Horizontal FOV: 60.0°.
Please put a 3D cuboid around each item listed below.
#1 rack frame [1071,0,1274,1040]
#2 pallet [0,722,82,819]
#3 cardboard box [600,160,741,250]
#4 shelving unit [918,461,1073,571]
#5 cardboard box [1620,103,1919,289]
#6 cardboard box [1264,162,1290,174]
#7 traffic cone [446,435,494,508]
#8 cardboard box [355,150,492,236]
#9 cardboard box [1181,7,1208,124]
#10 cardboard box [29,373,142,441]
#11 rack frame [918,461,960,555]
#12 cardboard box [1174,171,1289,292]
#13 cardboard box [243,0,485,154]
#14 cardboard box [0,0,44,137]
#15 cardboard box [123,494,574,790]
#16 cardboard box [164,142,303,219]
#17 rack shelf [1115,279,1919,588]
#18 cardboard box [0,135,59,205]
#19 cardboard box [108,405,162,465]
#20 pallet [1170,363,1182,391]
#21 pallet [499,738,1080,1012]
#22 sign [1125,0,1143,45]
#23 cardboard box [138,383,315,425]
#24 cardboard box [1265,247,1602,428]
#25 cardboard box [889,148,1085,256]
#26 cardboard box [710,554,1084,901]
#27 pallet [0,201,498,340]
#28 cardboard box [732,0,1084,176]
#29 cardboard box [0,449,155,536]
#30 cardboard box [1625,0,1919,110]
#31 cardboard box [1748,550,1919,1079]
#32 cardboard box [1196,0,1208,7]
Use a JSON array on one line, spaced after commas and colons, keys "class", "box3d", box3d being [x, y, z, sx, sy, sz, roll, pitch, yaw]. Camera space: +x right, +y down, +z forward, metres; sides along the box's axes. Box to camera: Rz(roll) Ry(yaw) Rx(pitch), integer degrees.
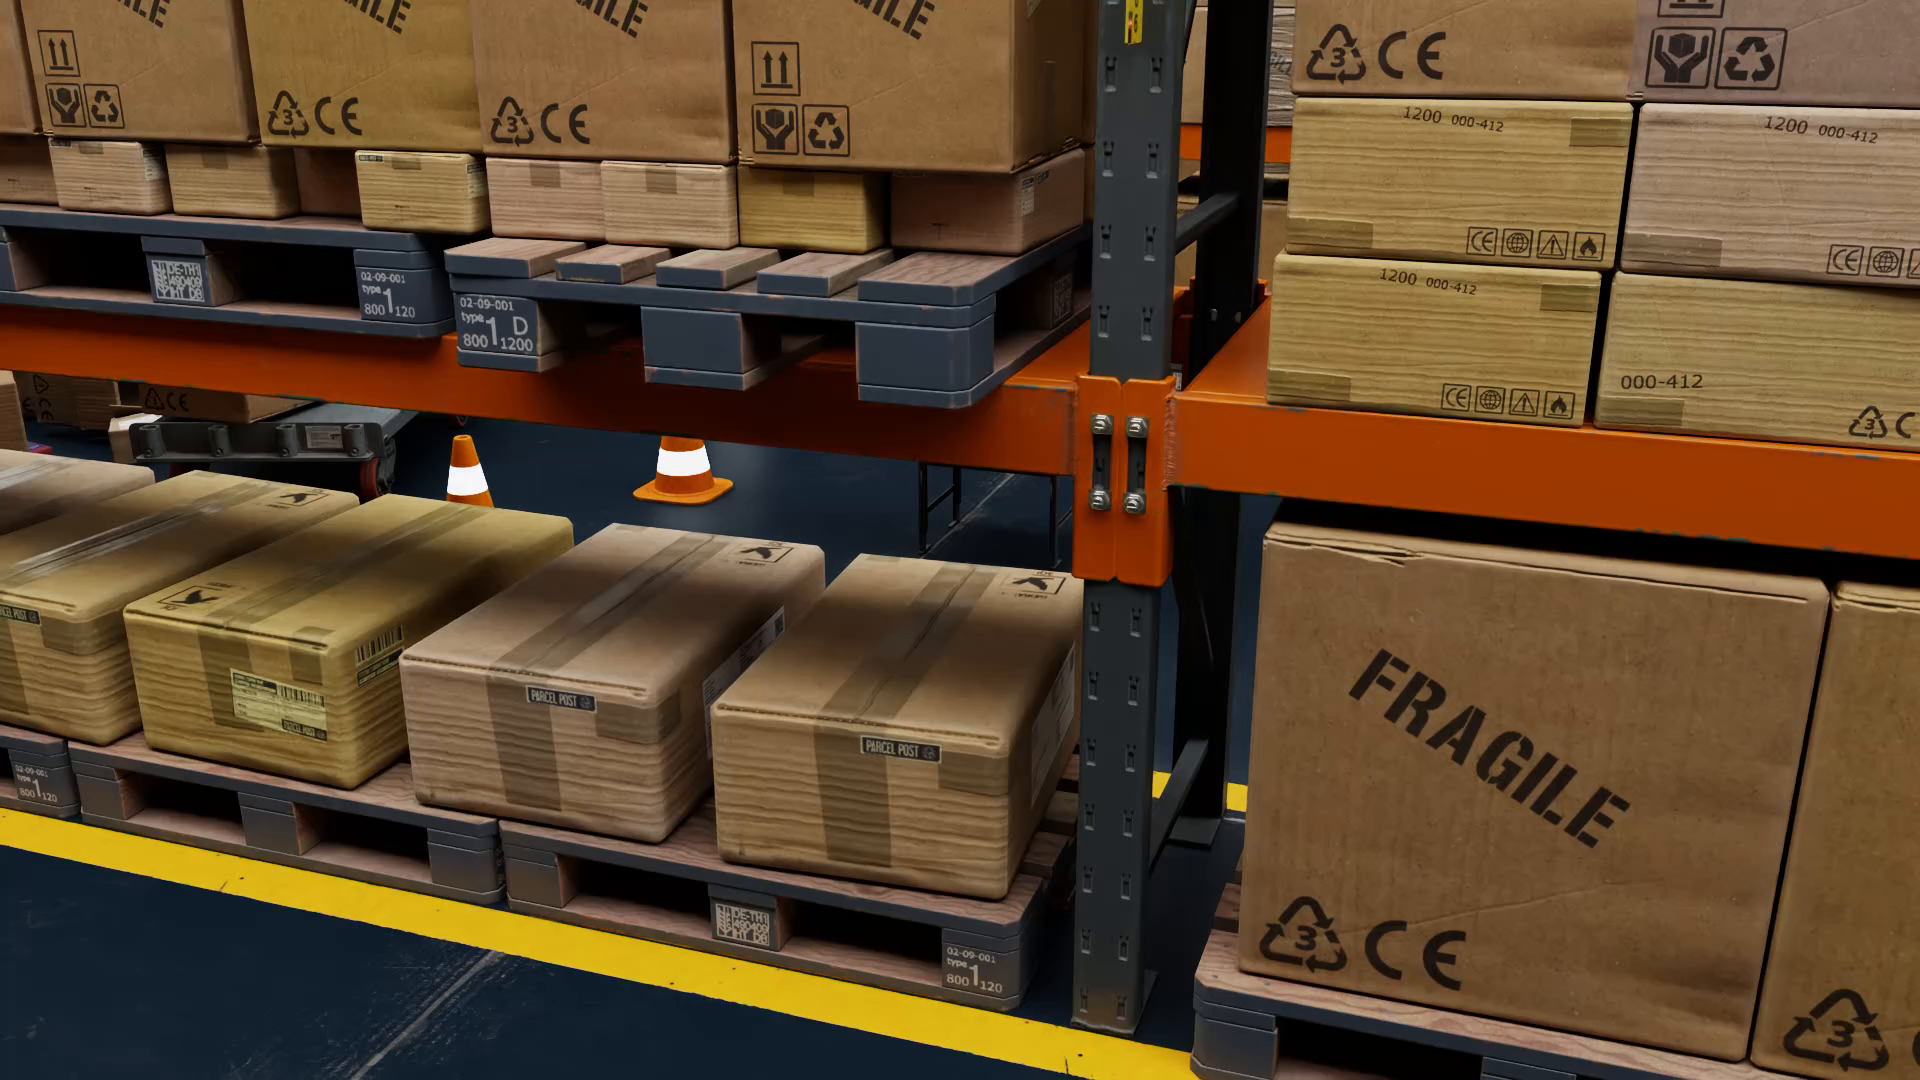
[{"class": "rack frame", "box3d": [0.443, -0.598, 3.234, 0.127, 3.000, 1.000, 7, 20, 18]}, {"class": "pallet", "box3d": [-2.599, 0.371, 4.692, 1.213, 0.211, 1.003, 7, 20, 18]}, {"class": "cardboard box", "box3d": [-0.473, -0.659, 3.154, 0.250, 0.149, 0.380, 6, 20, 18]}, {"class": "shelving unit", "box3d": [0.156, -0.974, 5.679, 0.503, 2.100, 0.431, 7, 20, 18]}, {"class": "cardboard box", "box3d": [1.329, -0.575, 2.638, 0.500, 0.250, 0.500, 7, 20, 19]}, {"class": "cardboard box", "box3d": [2.528, -2.828, 12.763, 0.500, 0.500, 0.700, 5, 20, 14]}, {"class": "traffic cone", "box3d": [-1.704, -0.133, 5.755, 0.334, 0.463, 0.336, 7, 20, 18]}, {"class": "cardboard box", "box3d": [-0.973, -0.714, 3.312, 0.250, 0.149, 0.380, 7, 20, 19]}, {"class": "cardboard box", "box3d": [0.988, -2.214, 7.720, 0.500, 0.500, 0.500, 7, 20, 18]}, {"class": "cardboard box", "box3d": [-3.737, -0.846, 7.533, 0.503, 0.637, 0.797, 7, 20, 18]}, {"class": "rack frame", "box3d": [-0.074, -1.000, 5.755, 0.015, 2.100, 0.400, 7, 20, 18]}, {"class": "cardboard box", "box3d": [1.427, -1.377, 8.250, 0.750, 0.750, 1.050, 6, 20, 17]}, {"class": "cardboard box", "box3d": [-1.046, -1.053, 3.298, 0.500, 0.500, 0.500, 5, 20, 14]}, {"class": "cardboard box", "box3d": [-2.050, -1.164, 3.617, 0.500, 0.500, 0.500, 6, 20, 18]}, {"class": "cardboard box", "box3d": [-1.501, 0.220, 4.243, 0.625, 0.372, 0.950, 7, 20, 20]}, {"class": "cardboard box", "box3d": [-1.433, -0.782, 3.507, 0.250, 0.149, 0.380, 6, 20, 16]}, {"class": "rack shelf", "box3d": [2.333, -0.042, 2.732, 4.000, 0.370, 1.077, 7, 20, 18]}, {"class": "cardboard box", "box3d": [-1.929, -0.847, 3.692, 0.250, 0.149, 0.380, 7, 20, 18]}, {"class": "cardboard box", "box3d": [-3.400, -0.494, 7.090, 0.396, 0.266, 0.258, -7, 20, -20]}, {"class": "pallet", "box3d": [1.252, -0.940, 8.451, 1.213, 0.211, 1.003, 7, 20, 18]}, {"class": "pallet", "box3d": [-0.294, 0.634, 3.936, 1.213, 0.211, 1.003, 7, 20, 18]}, {"class": "sign", "box3d": [0.274, -0.937, 2.569, 0.005, 0.325, 0.100, 7, 20, 18]}, {"class": "cardboard box", "box3d": [-2.779, -0.764, 6.357, 0.500, 0.500, 0.500, 7, 20, 18]}, {"class": "cardboard box", "box3d": [0.823, -0.396, 2.882, 0.500, 0.250, 0.500, 6, 20, 17]}, {"class": "cardboard box", "box3d": [0.057, -0.640, 3.098, 0.250, 0.149, 0.380, 7, 21, 20]}, {"class": "cardboard box", "box3d": [-0.087, 0.381, 3.781, 0.625, 0.372, 0.950, 5, 20, 14]}, {"class": "pallet", "box3d": [-1.440, -0.708, 3.842, 1.213, 0.211, 1.003, 7, 20, 18]}, {"class": "cardboard box", "box3d": [-0.077, -0.946, 2.992, 0.500, 0.500, 0.500, 6, 20, 16]}, {"class": "cardboard box", "box3d": [-2.839, 0.069, 4.676, 0.625, 0.372, 0.950, 7, 20, 19]}, {"class": "cardboard box", "box3d": [1.301, -0.937, 2.537, 0.500, 0.500, 0.500, 7, 20, 18]}, {"class": "cardboard box", "box3d": [1.910, 0.405, 2.946, 0.875, 0.875, 0.875, 7, 20, 19]}, {"class": "cardboard box", "box3d": [1.073, -2.773, 7.803, 0.500, 0.500, 0.700, 6, 20, 17]}]
